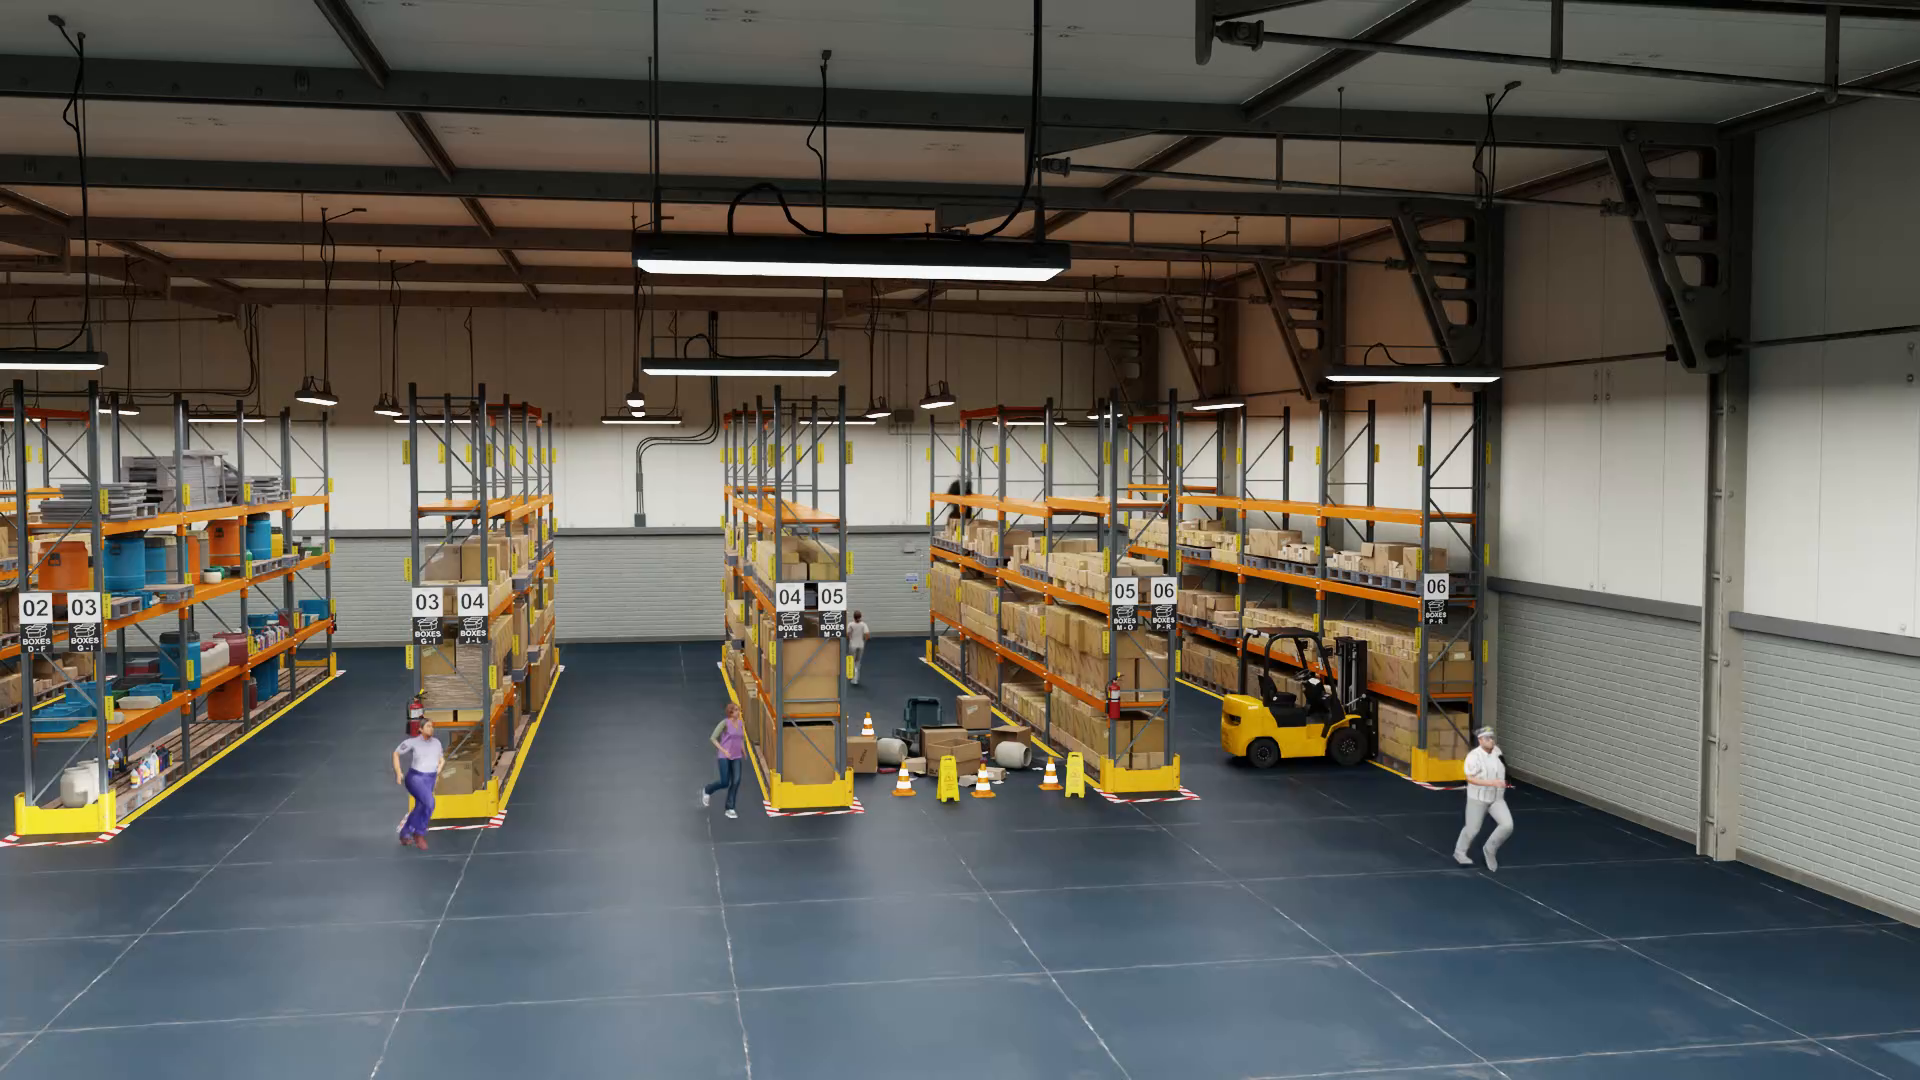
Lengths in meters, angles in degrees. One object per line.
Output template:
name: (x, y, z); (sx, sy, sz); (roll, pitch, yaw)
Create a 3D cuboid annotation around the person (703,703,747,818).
person: (-3.213, 3.051, 23.256); (0.741, 1.546, 0.602); (3, 4, 44)

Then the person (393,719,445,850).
person: (-6.863, 3.116, 21.315); (0.661, 1.569, 0.593); (2, 3, 32)

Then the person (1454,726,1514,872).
person: (6.345, 3.102, 20.018); (0.677, 1.774, 0.872); (-1, 3, -18)

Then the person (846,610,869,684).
person: (-2.255, 2.344, 36.376); (0.548, 1.624, 0.558); (-1, 3, -14)
